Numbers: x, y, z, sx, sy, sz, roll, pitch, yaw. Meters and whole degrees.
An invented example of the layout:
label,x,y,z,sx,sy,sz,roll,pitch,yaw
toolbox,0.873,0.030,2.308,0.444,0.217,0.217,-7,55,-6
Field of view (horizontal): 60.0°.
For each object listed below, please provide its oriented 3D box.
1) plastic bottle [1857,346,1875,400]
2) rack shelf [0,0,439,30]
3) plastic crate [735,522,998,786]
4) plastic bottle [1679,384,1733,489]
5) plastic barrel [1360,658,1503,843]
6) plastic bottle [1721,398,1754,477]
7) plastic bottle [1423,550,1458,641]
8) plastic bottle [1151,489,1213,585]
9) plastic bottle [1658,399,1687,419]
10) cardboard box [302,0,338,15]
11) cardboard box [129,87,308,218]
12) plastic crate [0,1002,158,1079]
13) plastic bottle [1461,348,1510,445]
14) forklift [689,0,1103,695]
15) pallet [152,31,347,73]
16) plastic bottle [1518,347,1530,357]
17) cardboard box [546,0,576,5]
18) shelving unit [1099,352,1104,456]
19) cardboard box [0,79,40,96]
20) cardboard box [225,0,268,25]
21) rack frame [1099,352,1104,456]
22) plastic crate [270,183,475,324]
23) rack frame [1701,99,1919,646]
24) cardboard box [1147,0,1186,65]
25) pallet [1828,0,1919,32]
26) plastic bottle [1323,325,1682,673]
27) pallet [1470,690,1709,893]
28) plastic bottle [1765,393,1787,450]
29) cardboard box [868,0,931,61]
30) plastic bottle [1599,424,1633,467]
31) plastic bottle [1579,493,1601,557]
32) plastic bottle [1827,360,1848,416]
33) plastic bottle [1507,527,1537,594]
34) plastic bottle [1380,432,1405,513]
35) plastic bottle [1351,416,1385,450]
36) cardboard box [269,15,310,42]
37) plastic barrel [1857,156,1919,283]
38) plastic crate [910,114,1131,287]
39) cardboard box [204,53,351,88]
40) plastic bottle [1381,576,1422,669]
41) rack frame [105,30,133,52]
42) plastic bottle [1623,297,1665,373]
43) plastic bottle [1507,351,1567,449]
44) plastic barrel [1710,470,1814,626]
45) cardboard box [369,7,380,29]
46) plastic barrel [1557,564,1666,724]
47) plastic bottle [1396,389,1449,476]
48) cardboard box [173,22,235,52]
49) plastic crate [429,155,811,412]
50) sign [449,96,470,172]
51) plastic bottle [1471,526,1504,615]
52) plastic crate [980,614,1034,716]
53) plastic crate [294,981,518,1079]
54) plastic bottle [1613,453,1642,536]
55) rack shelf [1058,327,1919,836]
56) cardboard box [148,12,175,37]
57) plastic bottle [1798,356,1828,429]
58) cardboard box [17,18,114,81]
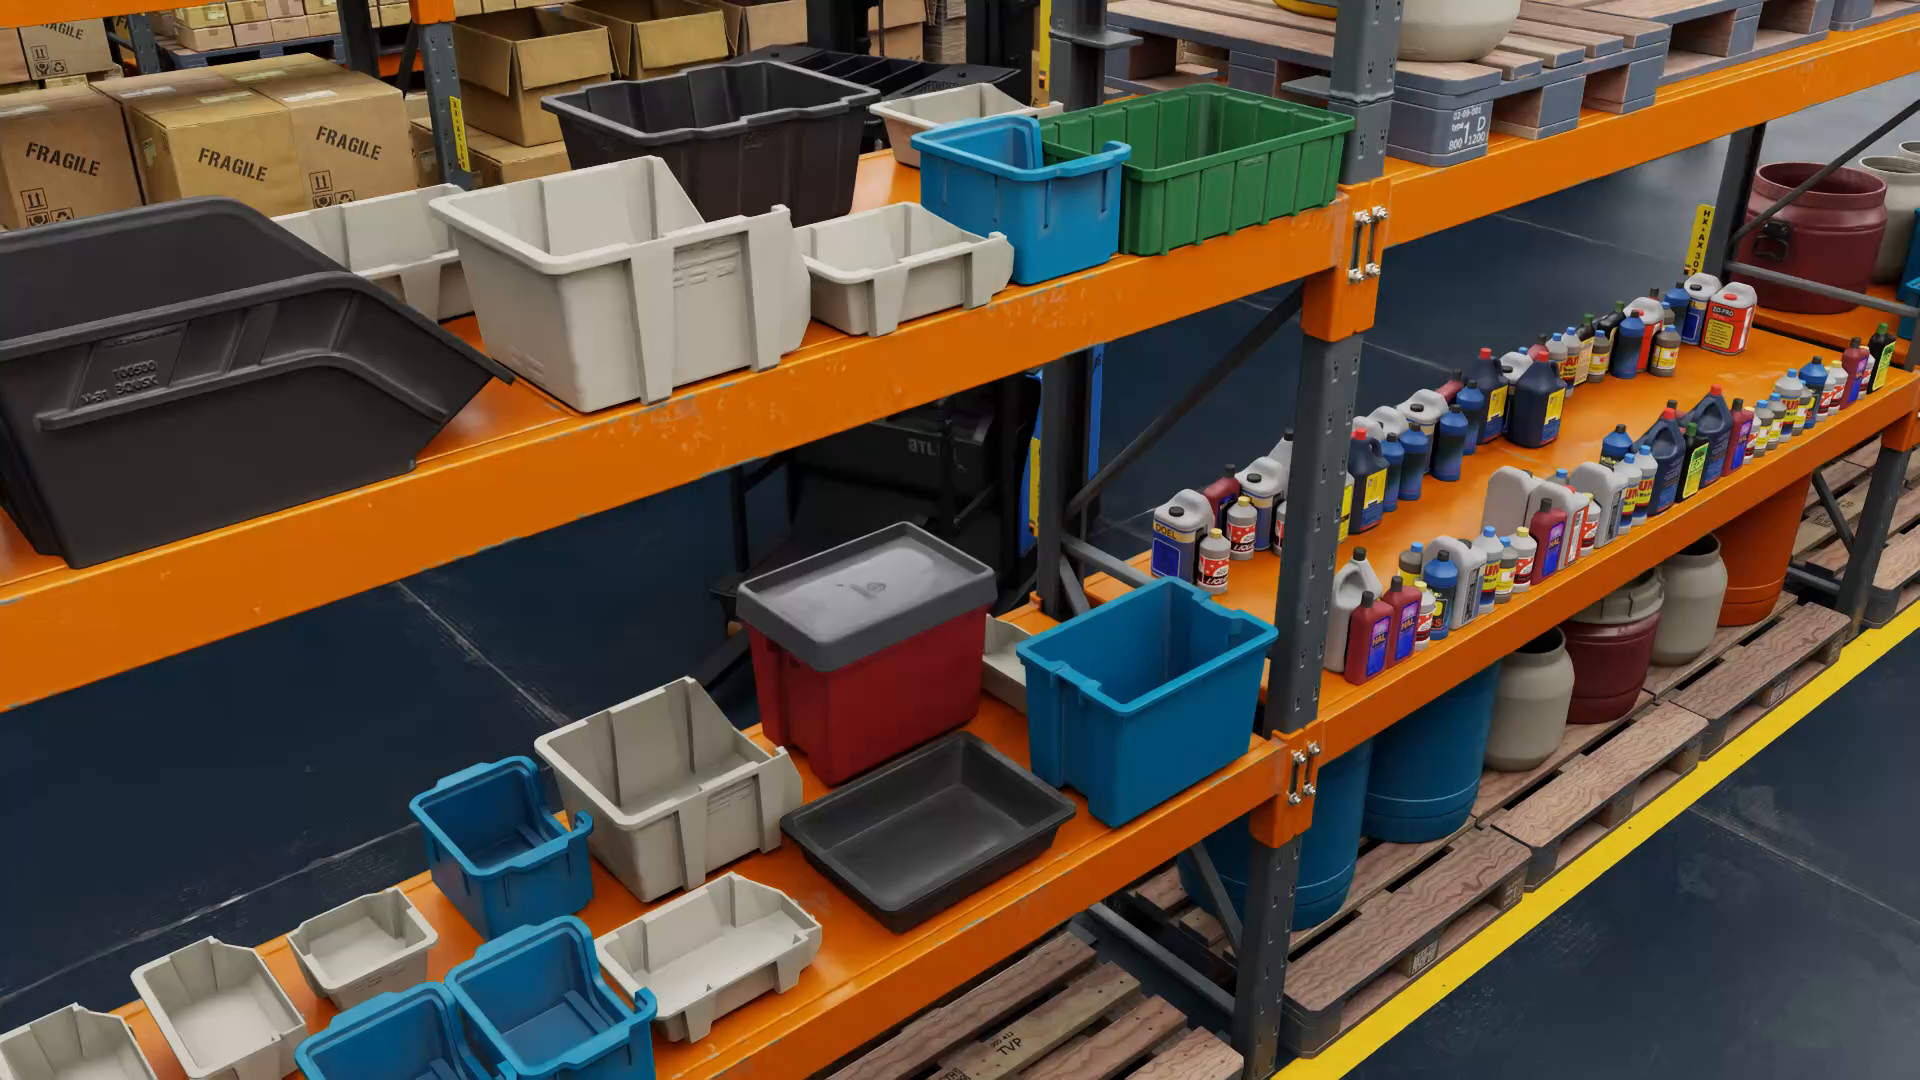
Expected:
label,x,y,z,sx,sy,sz,roll,pitch,yaw
plastic bottle,3.516,-0.660,6.513,0.097,0.201,0.097,0,28,0
rack shelf,-4.133,-1.999,6.389,4.000,0.370,1.077,-22,35,-35
plastic crate,-0.238,0.299,4.376,0.583,0.464,0.402,-22,35,-35
plastic bottle,2.598,-0.371,5.814,0.185,0.351,0.144,-22,35,-35
plastic barrel,1.567,0.534,5.849,0.708,0.901,0.600,-22,35,-35
plastic bottle,2.746,-0.375,5.893,0.133,0.283,0.061,-22,35,-35
plastic bottle,1.411,0.156,4.912,0.097,0.271,0.097,0,28,0
plastic bottle,0.694,-0.011,5.220,0.135,0.276,0.152,-22,35,-35
plastic bottle,2.512,-0.370,5.884,0.133,0.283,0.061,-22,35,-35
cardboard box,-4.566,-3.815,11.711,0.250,0.149,0.380,-24,36,-37
cardboard box,-3.171,-1.613,7.133,0.500,0.500,0.500,-21,35,-34
plastic crate,-1.707,1.086,3.251,0.243,0.136,0.396,-22,35,-35
plastic bottle,1.929,-0.543,6.136,0.185,0.351,0.144,-22,35,-35
forklift,-0.386,-0.858,6.746,1.130,2.935,3.031,13,31,22
pallet,-5.078,-3.512,11.842,1.213,0.211,1.003,-22,35,-35
plastic bottle,2.123,-0.601,6.328,0.097,0.271,0.097,0,28,0
cardboard box,-3.173,-4.243,12.828,0.250,0.149,0.380,-21,35,-34
shelving unit,0.559,-0.698,8.442,0.252,1.050,0.215,-17,32,-28
cardboard box,-6.186,-2.954,10.862,0.250,0.149,0.380,-20,34,-33
cardboard box,-4.959,-3.656,11.414,0.250,0.149,0.380,-23,36,-36
rack frame,0.662,-0.729,8.500,0.008,1.050,0.200,-17,32,-28
plastic crate,-1.028,-0.533,3.163,0.530,0.136,0.437,-22,35,-35
rack frame,3.647,-1.053,7.038,0.127,3.000,1.000,-22,35,-35
cardboard box,1.177,-3.444,10.961,0.500,0.500,0.700,-16,32,-28
pallet,3.001,-2.094,6.003,1.213,0.211,1.003,-22,35,-35
plastic bottle,1.973,-0.312,5.703,2.872,0.351,0.643,-22,35,-35
pallet,2.146,0.804,6.521,1.213,0.211,1.003,-22,35,-35
plastic bottle,2.970,-0.440,6.102,0.097,0.201,0.097,0,28,0
cardboard box,-0.632,-2.899,9.322,0.637,0.503,0.797,-21,35,-34
plastic bottle,2.244,-0.269,5.707,0.097,0.271,0.097,0,28,0
plastic bottle,2.013,-0.056,5.382,0.097,0.201,0.097,0,28,0
plastic bottle,3.341,-0.589,6.381,0.097,0.201,0.097,0,28,0
plastic bottle,1.736,0.056,5.173,0.097,0.201,0.097,0,28,0
plastic bottle,1.450,-0.236,5.646,0.097,0.271,0.097,0,28,0
plastic bottle,1.355,-0.277,5.718,0.135,0.276,0.152,-22,35,-35
cardboard box,-4.755,-3.607,11.637,0.250,0.149,0.380,-22,35,-35
plastic barrel,4.291,-1.494,7.744,0.421,0.512,0.421,0,28,0
plastic crate,0.118,-0.685,3.345,0.300,0.233,0.416,-22,35,-35
cardboard box,-3.141,-1.946,7.757,0.500,0.500,0.500,-22,35,-35
plastic bottle,1.261,0.222,4.776,0.133,0.283,0.061,-22,35,-35
rack frame,-5.751,-3.413,11.455,0.053,2.616,0.949,-22,35,-35
plastic bottle,2.756,-0.840,6.771,0.135,0.276,0.152,-22,35,-35
plastic bottle,2.130,-0.530,6.111,0.185,0.351,0.144,-22,35,-35
plastic barrel,6.565,0.748,3.267,0.708,2.957,10.706,-22,35,-35
cardboard box,-4.370,-3.761,11.926,0.250,0.149,0.380,-24,36,-37
plastic barrel,2.426,0.327,6.569,0.708,0.588,0.600,-22,35,-35
plastic bottle,1.634,-0.389,5.927,0.135,0.276,0.152,-22,35,-35
cardboard box,-5.155,-3.445,11.334,0.250,0.149,0.380,-24,36,-37
plastic crate,-0.553,-0.444,2.841,0.530,0.282,0.437,-22,35,-35
sign,-2.250,-1.823,7.477,0.005,0.325,0.100,-22,35,-35
plastic bottle,1.587,0.085,5.045,0.097,0.271,0.097,0,28,0
plastic crate,0.157,0.352,4.626,0.243,0.136,0.396,-22,35,-35
plastic crate,-1.036,1.081,3.158,0.300,0.233,0.416,-22,35,-35
plastic bottle,2.190,-0.157,5.499,0.097,0.271,0.097,0,28,0
rack shelf,2.125,-0.124,6.062,4.000,0.370,1.077,-22,35,-35
cardboard box,-5.580,-3.681,11.777,0.250,0.149,0.380,-23,36,-36
plastic bottle,3.193,-0.561,6.253,0.097,0.271,0.097,0,28,0
cardboard box,-5.938,-3.341,10.897,0.500,0.500,0.500,-22,35,-35
